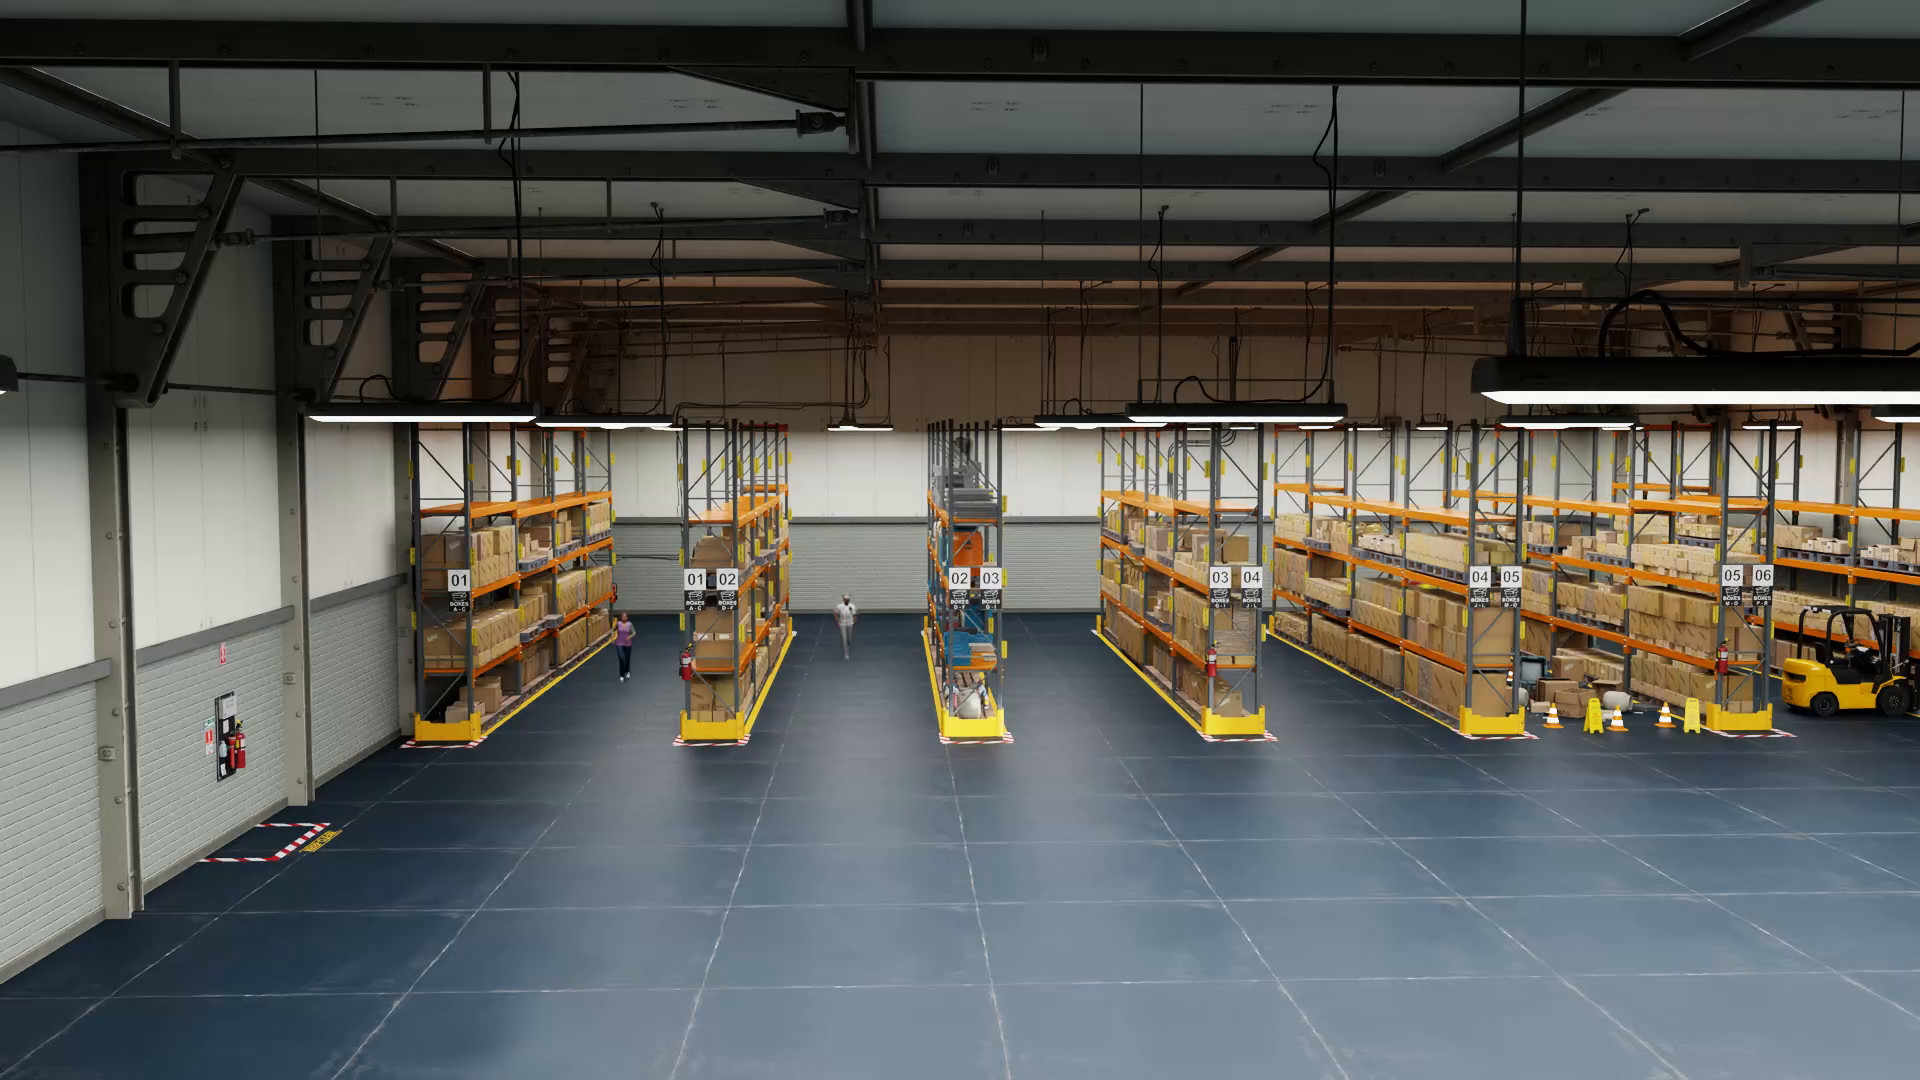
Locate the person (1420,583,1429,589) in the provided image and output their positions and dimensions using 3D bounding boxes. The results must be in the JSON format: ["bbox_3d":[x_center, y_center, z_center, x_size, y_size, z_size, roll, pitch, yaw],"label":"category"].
[{"bbox_3d":[12.423,1.990,44.533,0.714,1.700,0.577,-1,4,-14],"label":"person"}]

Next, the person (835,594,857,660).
[{"bbox_3d":[-2.920,2.184,42.490,0.559,1.673,0.836,-1,4,-12],"label":"person"}]

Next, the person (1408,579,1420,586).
[{"bbox_3d":[13.698,1.639,50.687,0.595,1.677,0.660,-2,4,-26],"label":"person"}]

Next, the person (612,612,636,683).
[{"bbox_3d":[-7.767,2.468,38.464,0.547,1.639,0.700,-1,4,-14],"label":"person"}]
